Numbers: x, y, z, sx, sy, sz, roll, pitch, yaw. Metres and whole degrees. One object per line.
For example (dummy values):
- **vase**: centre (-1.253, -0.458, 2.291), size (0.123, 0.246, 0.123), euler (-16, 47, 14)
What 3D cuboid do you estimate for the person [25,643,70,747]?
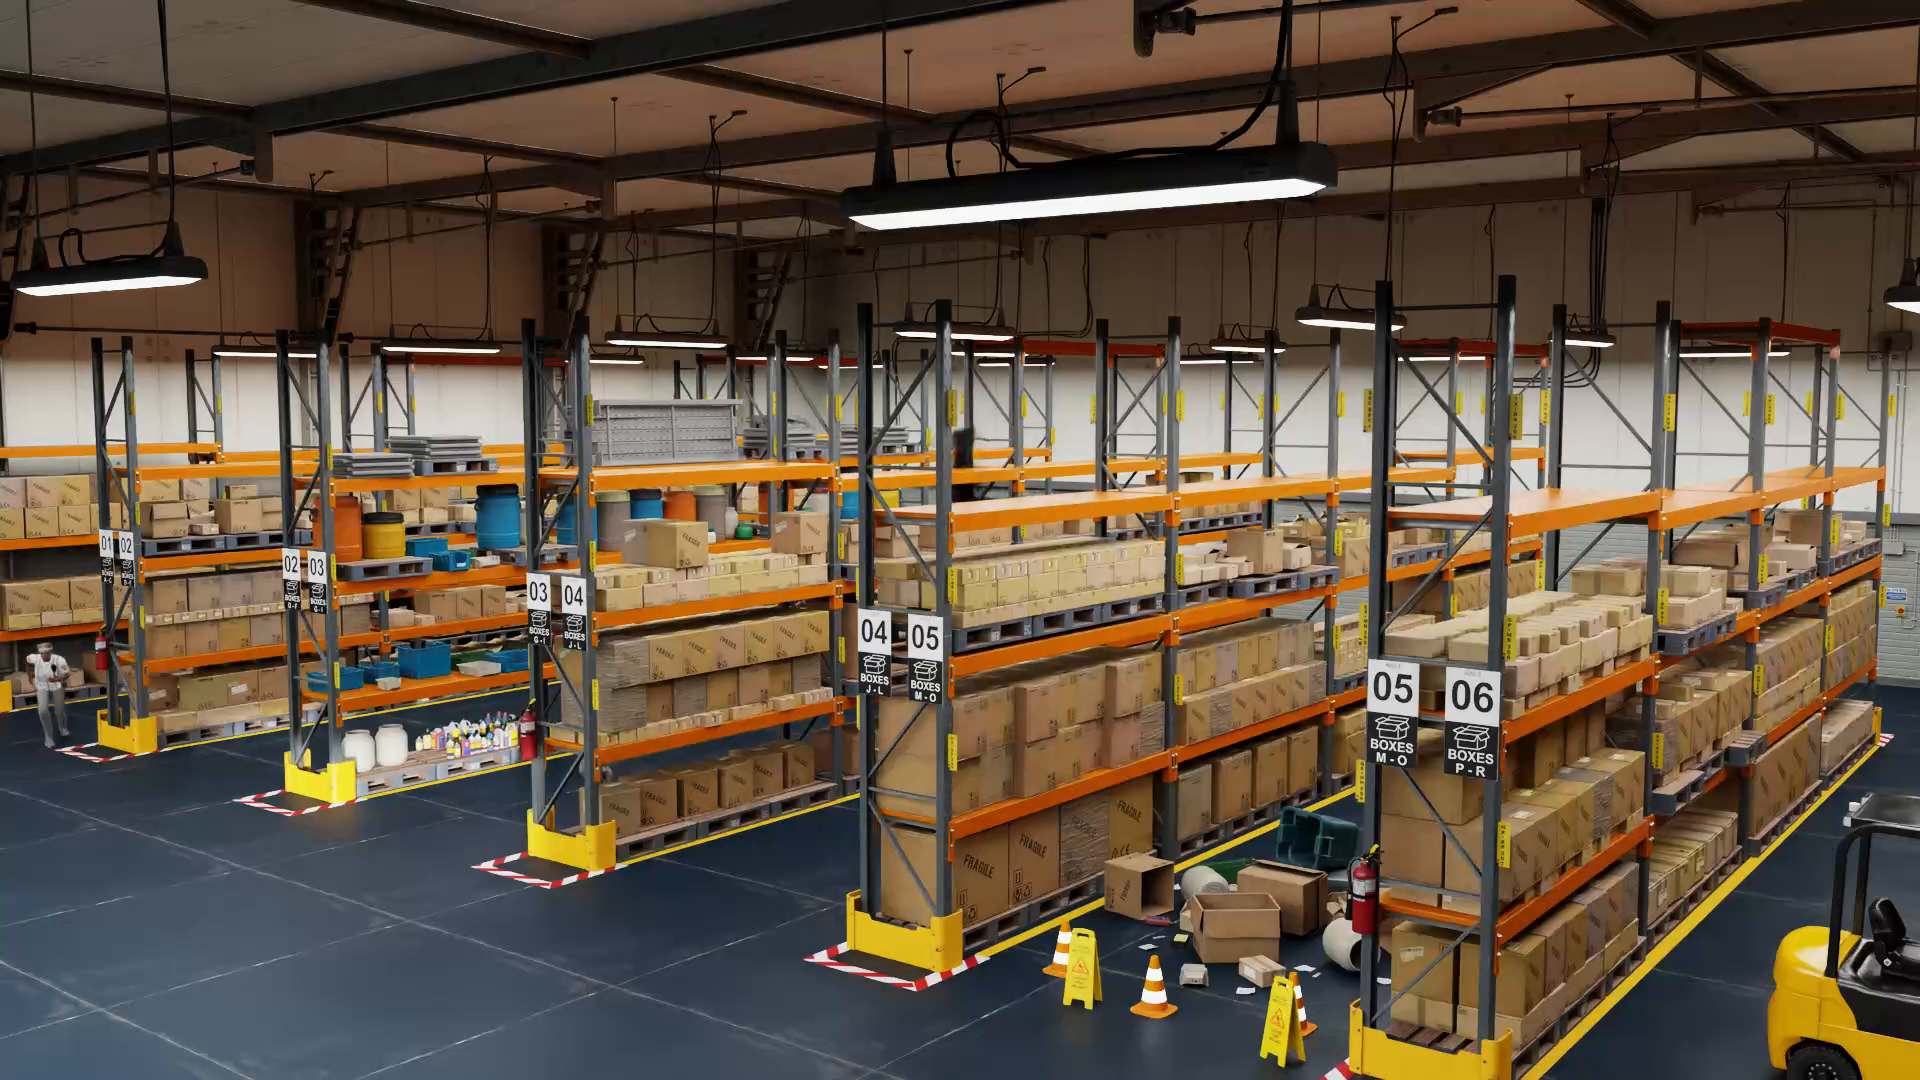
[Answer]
- **person**: centre (-13.489, 2.271, 24.664), size (0.625, 1.607, 0.961), euler (-1, 5, -15)

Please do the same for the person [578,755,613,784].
- **person**: centre (-4.591, 2.486, 21.066), size (0.656, 1.716, 0.572), euler (2, 5, 23)
